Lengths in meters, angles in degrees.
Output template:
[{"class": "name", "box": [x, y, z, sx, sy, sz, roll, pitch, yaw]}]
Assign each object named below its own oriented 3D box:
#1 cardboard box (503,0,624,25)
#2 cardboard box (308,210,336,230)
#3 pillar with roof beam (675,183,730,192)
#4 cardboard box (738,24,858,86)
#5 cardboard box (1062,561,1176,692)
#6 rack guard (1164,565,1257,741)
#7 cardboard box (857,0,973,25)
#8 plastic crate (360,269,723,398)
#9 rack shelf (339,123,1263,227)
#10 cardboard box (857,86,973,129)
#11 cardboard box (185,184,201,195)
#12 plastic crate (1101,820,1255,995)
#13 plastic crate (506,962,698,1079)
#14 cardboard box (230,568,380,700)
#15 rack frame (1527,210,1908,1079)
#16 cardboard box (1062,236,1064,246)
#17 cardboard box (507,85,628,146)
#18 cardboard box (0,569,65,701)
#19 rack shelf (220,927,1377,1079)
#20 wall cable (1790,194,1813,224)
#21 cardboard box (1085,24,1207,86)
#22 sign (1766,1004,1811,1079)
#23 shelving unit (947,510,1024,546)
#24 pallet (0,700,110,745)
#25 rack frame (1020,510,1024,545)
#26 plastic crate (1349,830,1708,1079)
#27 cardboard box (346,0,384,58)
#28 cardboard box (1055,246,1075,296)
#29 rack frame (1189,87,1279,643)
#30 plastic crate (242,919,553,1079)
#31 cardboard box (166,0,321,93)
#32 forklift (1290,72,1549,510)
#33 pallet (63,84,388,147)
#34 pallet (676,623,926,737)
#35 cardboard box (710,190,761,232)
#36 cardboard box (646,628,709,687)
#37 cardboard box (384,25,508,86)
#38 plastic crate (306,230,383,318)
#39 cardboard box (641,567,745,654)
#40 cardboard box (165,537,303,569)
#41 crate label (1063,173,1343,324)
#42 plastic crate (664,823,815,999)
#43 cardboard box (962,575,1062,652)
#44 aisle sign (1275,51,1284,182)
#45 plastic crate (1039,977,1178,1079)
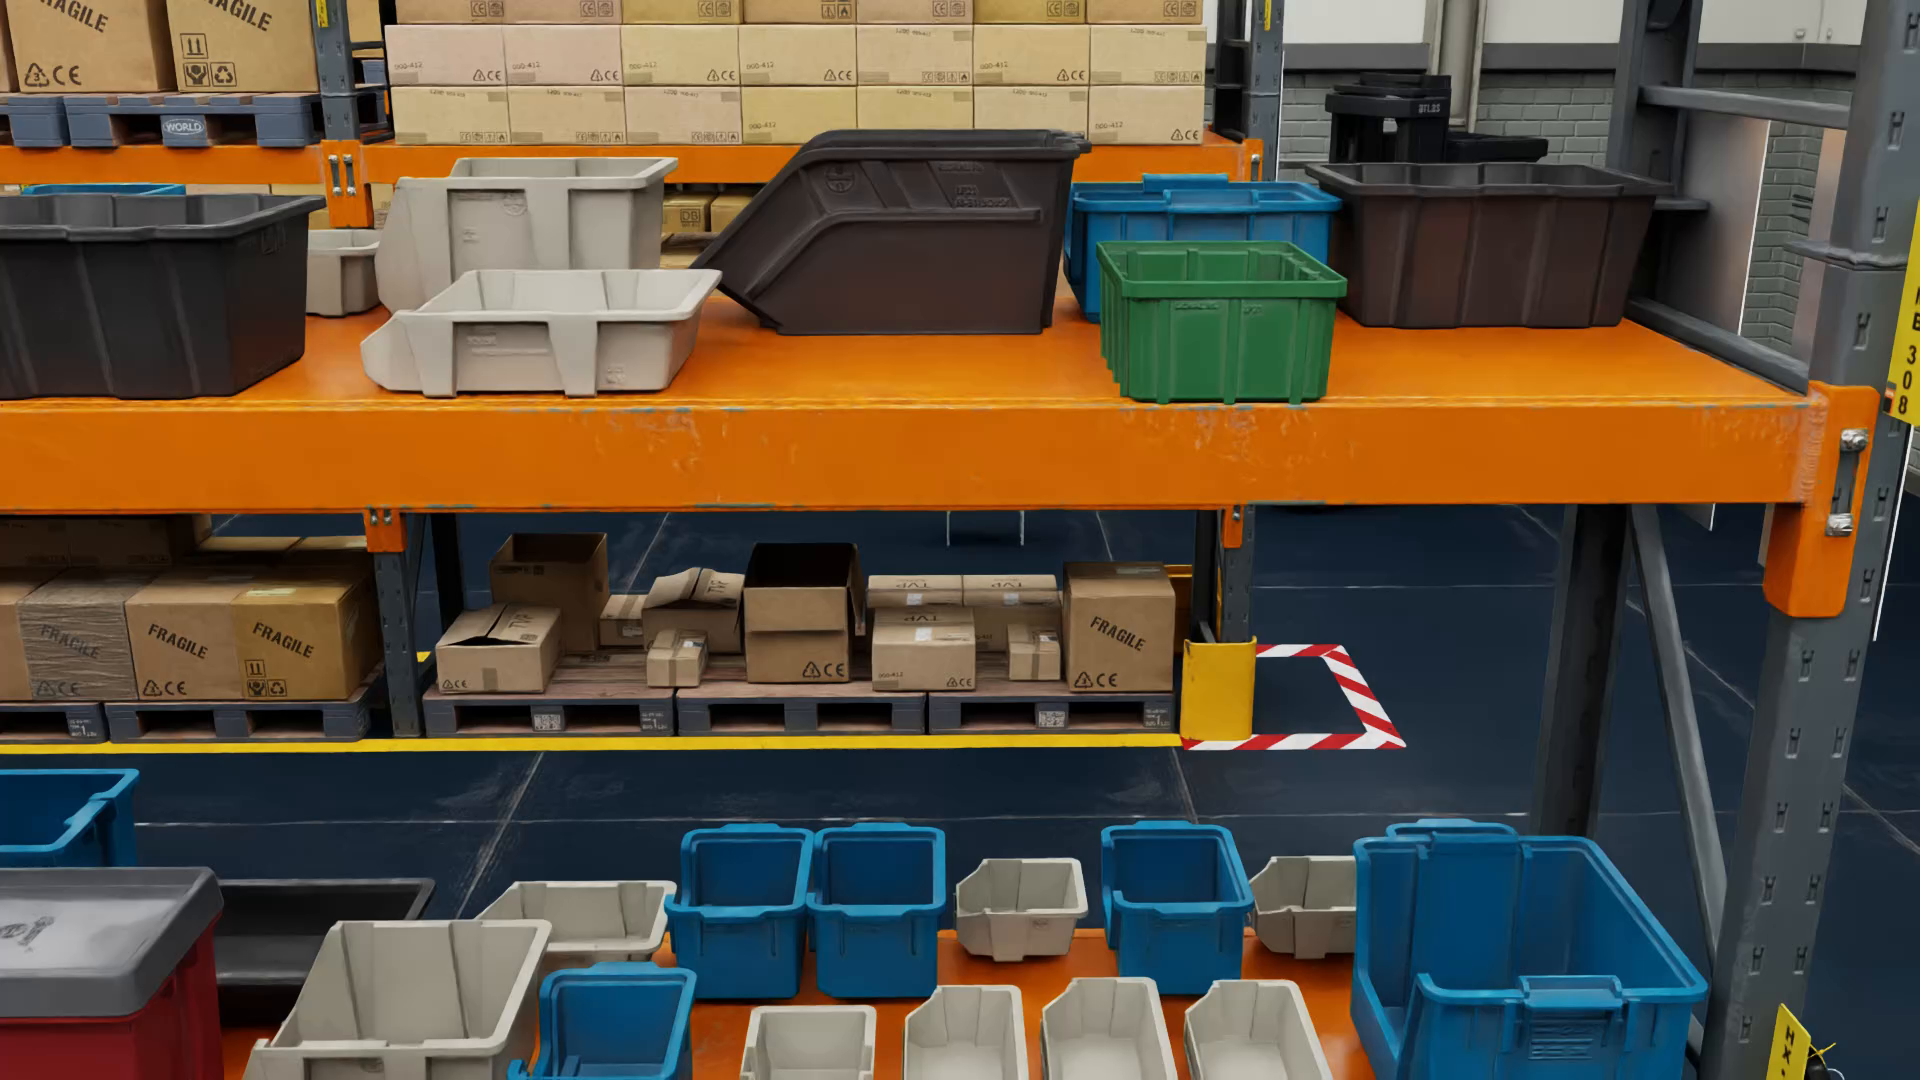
[{"class": "cardboard box", "box": [-1.699, -2.544, 7.355, 0.500, 0.500, 0.700, 0, 18, -1]}, {"class": "cardboard box", "box": [-4.738, -2.242, 12.442, 0.500, 0.500, 0.500, 0, 18, 1]}, {"class": "pillar with roof beam", "box": [-2.015, -3.941, 8.600, 0.400, 9.000, 9.100, 0, 18, -1]}, {"class": "cardboard box", "box": [-0.697, -2.144, 7.337, 0.500, 0.250, 0.500, 0, 18, -1]}, {"class": "cardboard box", "box": [0.773, 0.421, 8.197, 0.500, 0.500, 0.500, 0, 18, -1]}, {"class": "rack guard", "box": [1.236, 0.553, 8.506, 0.348, 0.500, 1.175, 0, 18, -1]}, {"class": "cardboard box", "box": [-0.200, -2.571, 7.439, 0.500, 0.500, 0.700, 0, 18, -1]}, {"class": "plastic crate", "box": [-0.675, -0.342, 2.724, 0.530, 0.136, 0.437, 0, 18, -1]}, {"class": "rack shelf", "box": [-0.687, -1.714, 7.747, 4.000, 0.370, 1.077, 0, 18, -1]}, {"class": "cardboard box", "box": [-0.197, -1.906, 7.414, 0.500, 0.250, 0.500, 0, 18, -1]}, {"class": "cardboard box", "box": [-5.773, -2.594, 12.313, 0.500, 0.250, 0.500, -1, 18, -2]}, {"class": "plastic crate", "box": [0.477, 0.830, 3.725, 0.300, 0.233, 0.416, 0, 18, -1]}, {"class": "plastic crate", "box": [-0.662, 1.014, 3.150, 0.300, 0.233, 0.416, 0, 18, -1]}, {"class": "cardboard box", "box": [-3.176, 0.452, 8.099, 0.500, 0.500, 0.500, 0, 18, -1]}, {"class": "rack frame", "box": [1.387, 0.875, 3.409, 0.127, 3.000, 1.000, 0, 18, -1]}, {"class": "cardboard box", "box": [0.342, -1.235, 8.186, 0.500, 0.500, 0.500, 0, 18, 0]}, {"class": "cardboard box", "box": [-1.697, -1.903, 7.405, 0.500, 0.250, 0.500, 0, 18, -1]}, {"class": "cardboard box", "box": [-4.680, 0.457, 8.083, 0.500, 0.500, 0.500, -1, 18, -3]}, {"class": "rack shelf", "box": [-0.613, 1.227, 3.489, 4.000, 0.370, 1.077, 0, 18, -1]}, {"class": "wall cable", "box": [6.891, -3.447, 12.144, 0.112, 2.526, 3.097, 0, 18, -1]}, {"class": "cardboard box", "box": [0.803, -2.152, 7.363, 0.500, 0.250, 0.500, 0, 18, -1]}, {"class": "sign", "box": [1.412, 0.965, 2.861, 0.005, 0.325, 0.100, 0, 18, -1]}, {"class": "shelving unit", "box": [0.166, -0.572, 10.867, 0.503, 1.200, 0.258, 0, 18, -1]}, {"class": "pallet", "box": [-4.723, 0.732, 8.422, 1.213, 0.211, 1.003, 0, 18, -1]}, {"class": "rack frame", "box": [0.409, -0.573, 10.870, 0.015, 1.200, 0.240, 0, 18, -1]}, {"class": "plastic crate", "box": [1.055, 0.888, 3.212, 0.499, 0.435, 0.616, 0, 18, -1]}, {"class": "cardboard box", "box": [-4.206, -3.824, 12.262, 0.500, 0.500, 0.700, -1, 18, -2]}, {"class": "cardboard box", "box": [0.367, -1.073, 7.680, 0.500, 0.500, 0.500, 0, 18, 1]}, {"class": "rack frame", "box": [1.312, -0.638, 8.125, 0.127, 3.000, 1.000, 0, 18, -1]}, {"class": "plastic crate", "box": [-1.083, 0.971, 3.205, 0.530, 0.282, 0.437, 0, 18, -1]}, {"class": "cardboard box", "box": [-3.192, -2.362, 7.575, 0.600, 0.600, 0.600, -2, 18, -6]}, {"class": "forklift", "box": [3.461, -1.888, 12.136, 3.031, 2.935, 1.130, -8, 19, -24]}, {"class": "pallet", "box": [-3.340, -1.976, 7.693, 1.003, 0.211, 1.213, 0, 18, -1]}, {"class": "pallet", "box": [-0.777, 0.700, 8.521, 1.213, 0.211, 1.003, 0, 18, -1]}, {"class": "cardboard box", "box": [-1.496, -2.274, 12.734, 0.700, 0.700, 0.980, -1, 18, -2]}, {"class": "cardboard box", "box": [-1.399, 0.578, 8.253, 0.250, 0.166, 0.380, 0, 18, -1]}, {"class": "cardboard box", "box": [-2.197, -2.140, 7.324, 0.500, 0.250, 0.500, 0, 18, -1]}, {"class": "plastic crate", "box": [-1.347, -0.531, 3.312, 0.466, 0.136, 0.293, 0, 18, -1]}, {"class": "cardboard box", "box": [-1.372, 0.359, 8.698, 0.500, 0.311, 0.500, 0, 18, -1]}, {"class": "cardboard box", "box": [-3.708, 0.296, 8.586, 0.500, 0.500, 0.500, 0, 18, 0]}, {"class": "crate label", "box": [0.459, -0.577, 3.267, 0.502, 0.251, 0.408, 0, 18, -1]}, {"class": "plastic crate", "box": [-0.482, 0.835, 3.711, 0.300, 0.233, 0.416, 0, 18, -1]}, {"class": "cardboard box", "box": [0.264, 0.380, 8.732, 0.500, 0.250, 0.500, 0, 18, -1]}, {"class": "aisle sign", "box": [1.386, -1.782, 7.437, 0.004, 0.787, 0.394, 0, 18, -1]}, {"class": "plastic crate", "box": [0.284, 1.028, 3.265, 0.243, 0.136, 0.396, 0, 18, -1]}]
